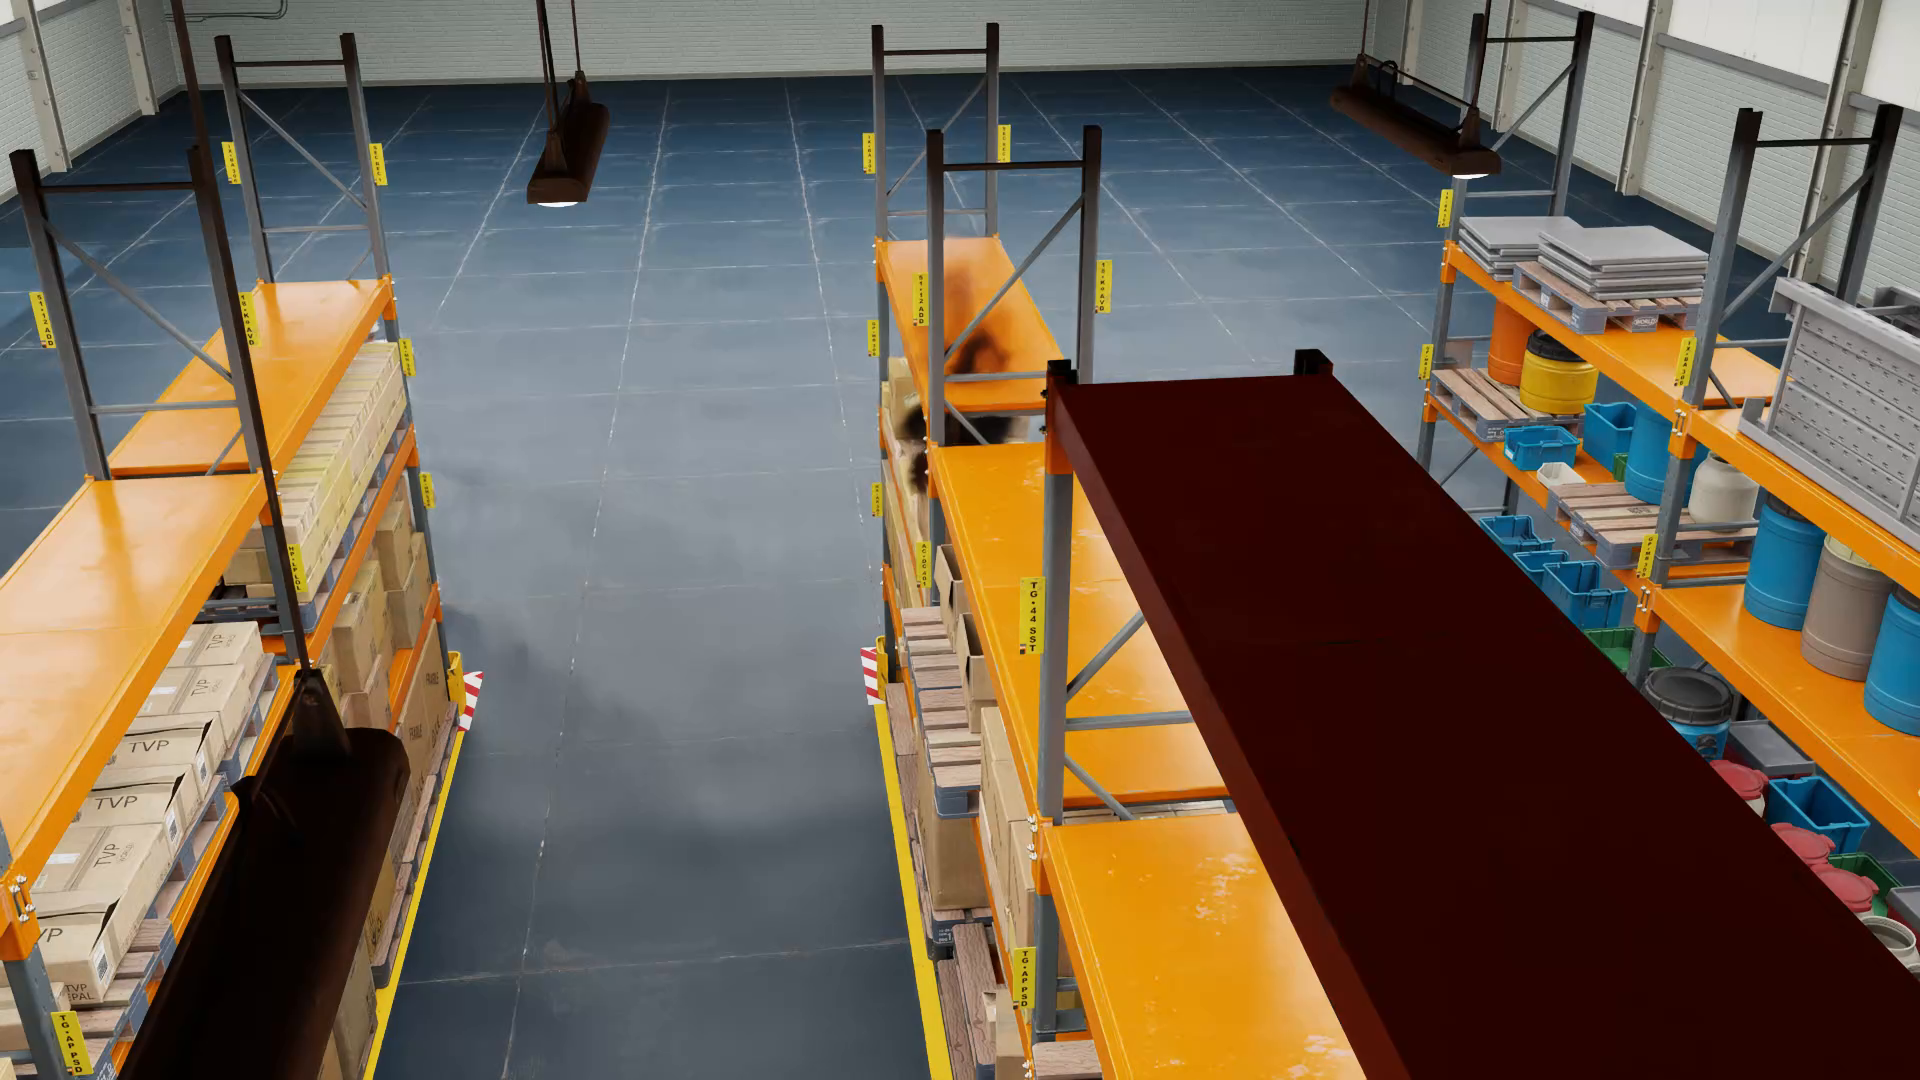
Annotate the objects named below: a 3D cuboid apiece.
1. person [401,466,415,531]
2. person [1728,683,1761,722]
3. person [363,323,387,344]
[{"bbox_3d":[-5.747,-0.204,17.060,0.568,1.635,0.542,-20,32,-36],"label":"person"},{"bbox_3d":[6.696,1.217,13.954,0.657,1.722,0.609,-4,26,-8],"label":"person"},{"bbox_3d":[-7.102,-1.817,20.285,0.951,1.785,0.664,15,30,29],"label":"person"}]
